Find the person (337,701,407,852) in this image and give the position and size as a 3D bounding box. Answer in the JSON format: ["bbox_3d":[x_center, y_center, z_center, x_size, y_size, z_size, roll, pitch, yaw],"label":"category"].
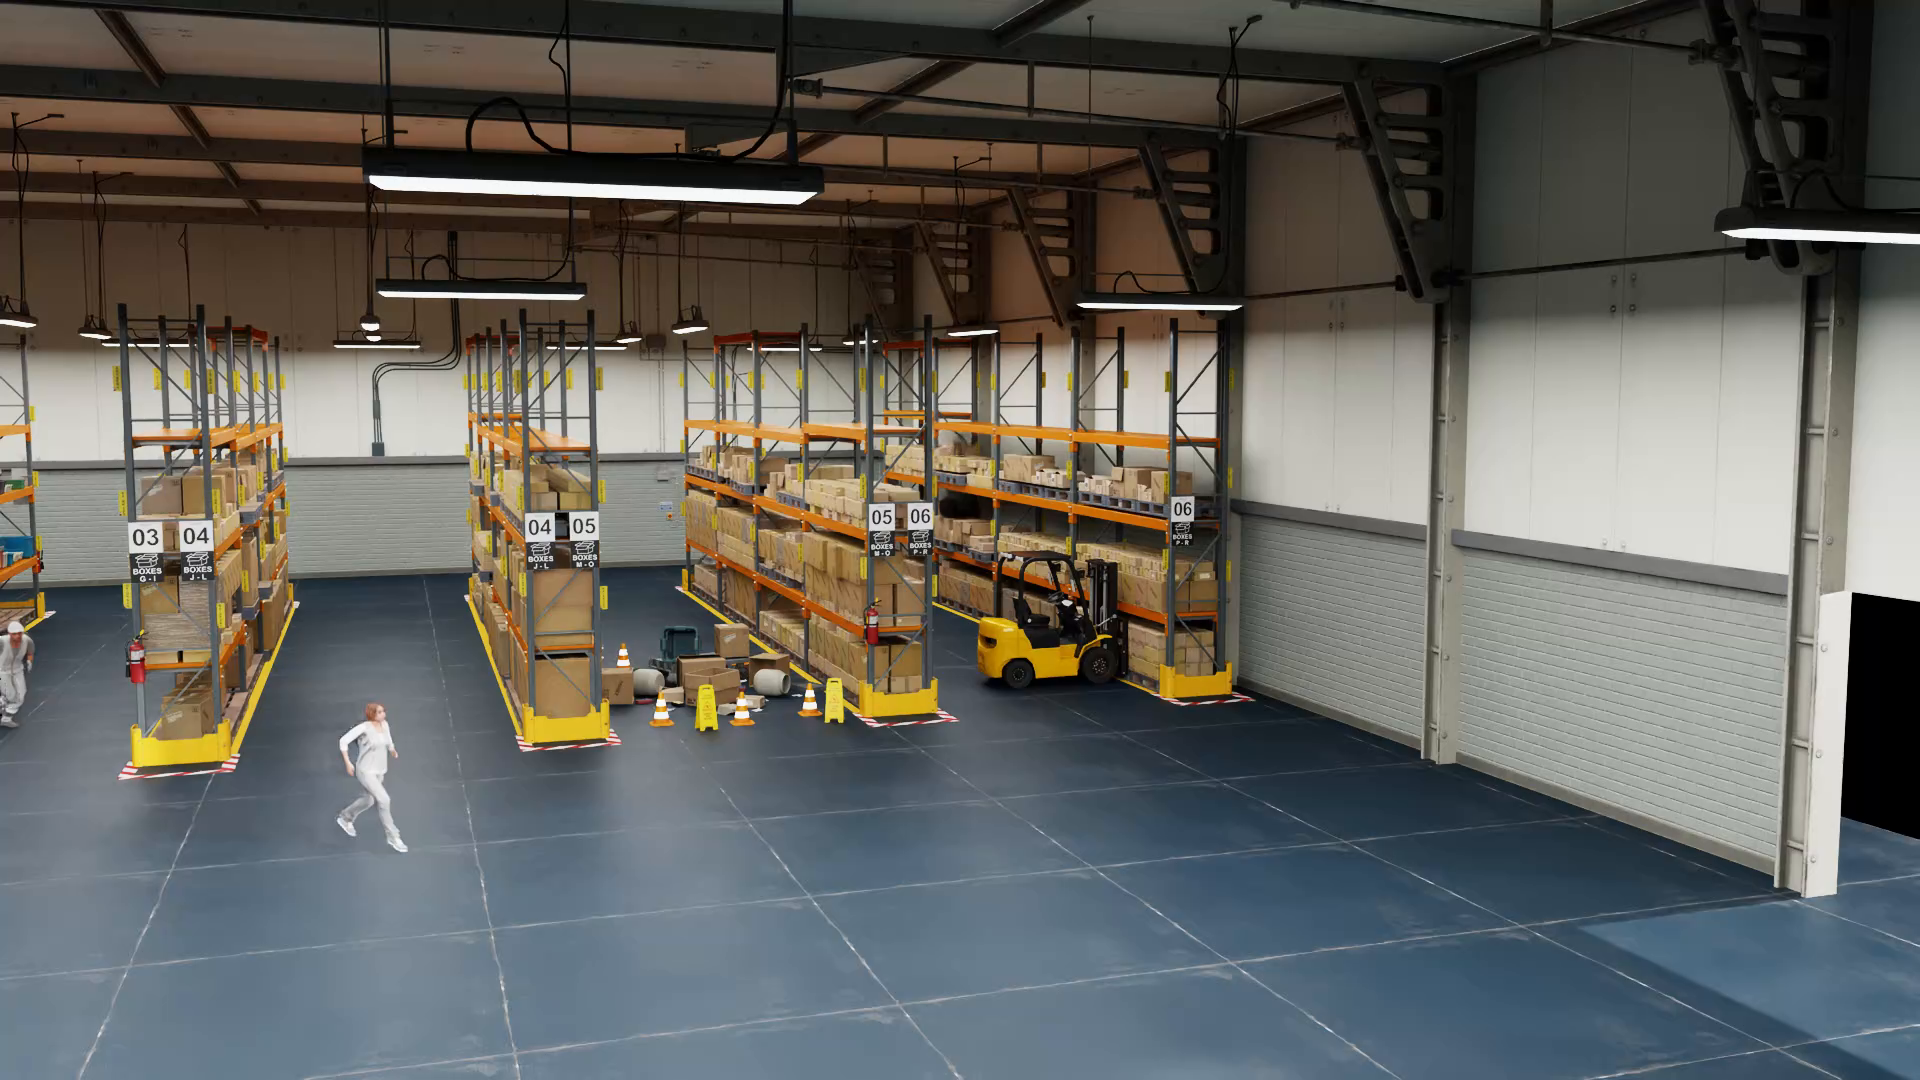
[{"bbox_3d":[-6.347,2.518,17.866,0.912,1.609,0.557,2,6,23],"label":"person"}]

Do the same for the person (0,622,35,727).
[{"bbox_3d":[-13.703,1.949,23.943,0.828,1.590,0.693,5,7,40],"label":"person"}]

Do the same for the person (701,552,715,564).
[{"bbox_3d":[-6.172,0.203,41.334,0.530,1.762,0.653,1,5,8],"label":"person"}]

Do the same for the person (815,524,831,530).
[{"bbox_3d":[-3.174,0.306,37.799,0.673,1.753,0.814,-3,6,-33],"label":"person"}]
